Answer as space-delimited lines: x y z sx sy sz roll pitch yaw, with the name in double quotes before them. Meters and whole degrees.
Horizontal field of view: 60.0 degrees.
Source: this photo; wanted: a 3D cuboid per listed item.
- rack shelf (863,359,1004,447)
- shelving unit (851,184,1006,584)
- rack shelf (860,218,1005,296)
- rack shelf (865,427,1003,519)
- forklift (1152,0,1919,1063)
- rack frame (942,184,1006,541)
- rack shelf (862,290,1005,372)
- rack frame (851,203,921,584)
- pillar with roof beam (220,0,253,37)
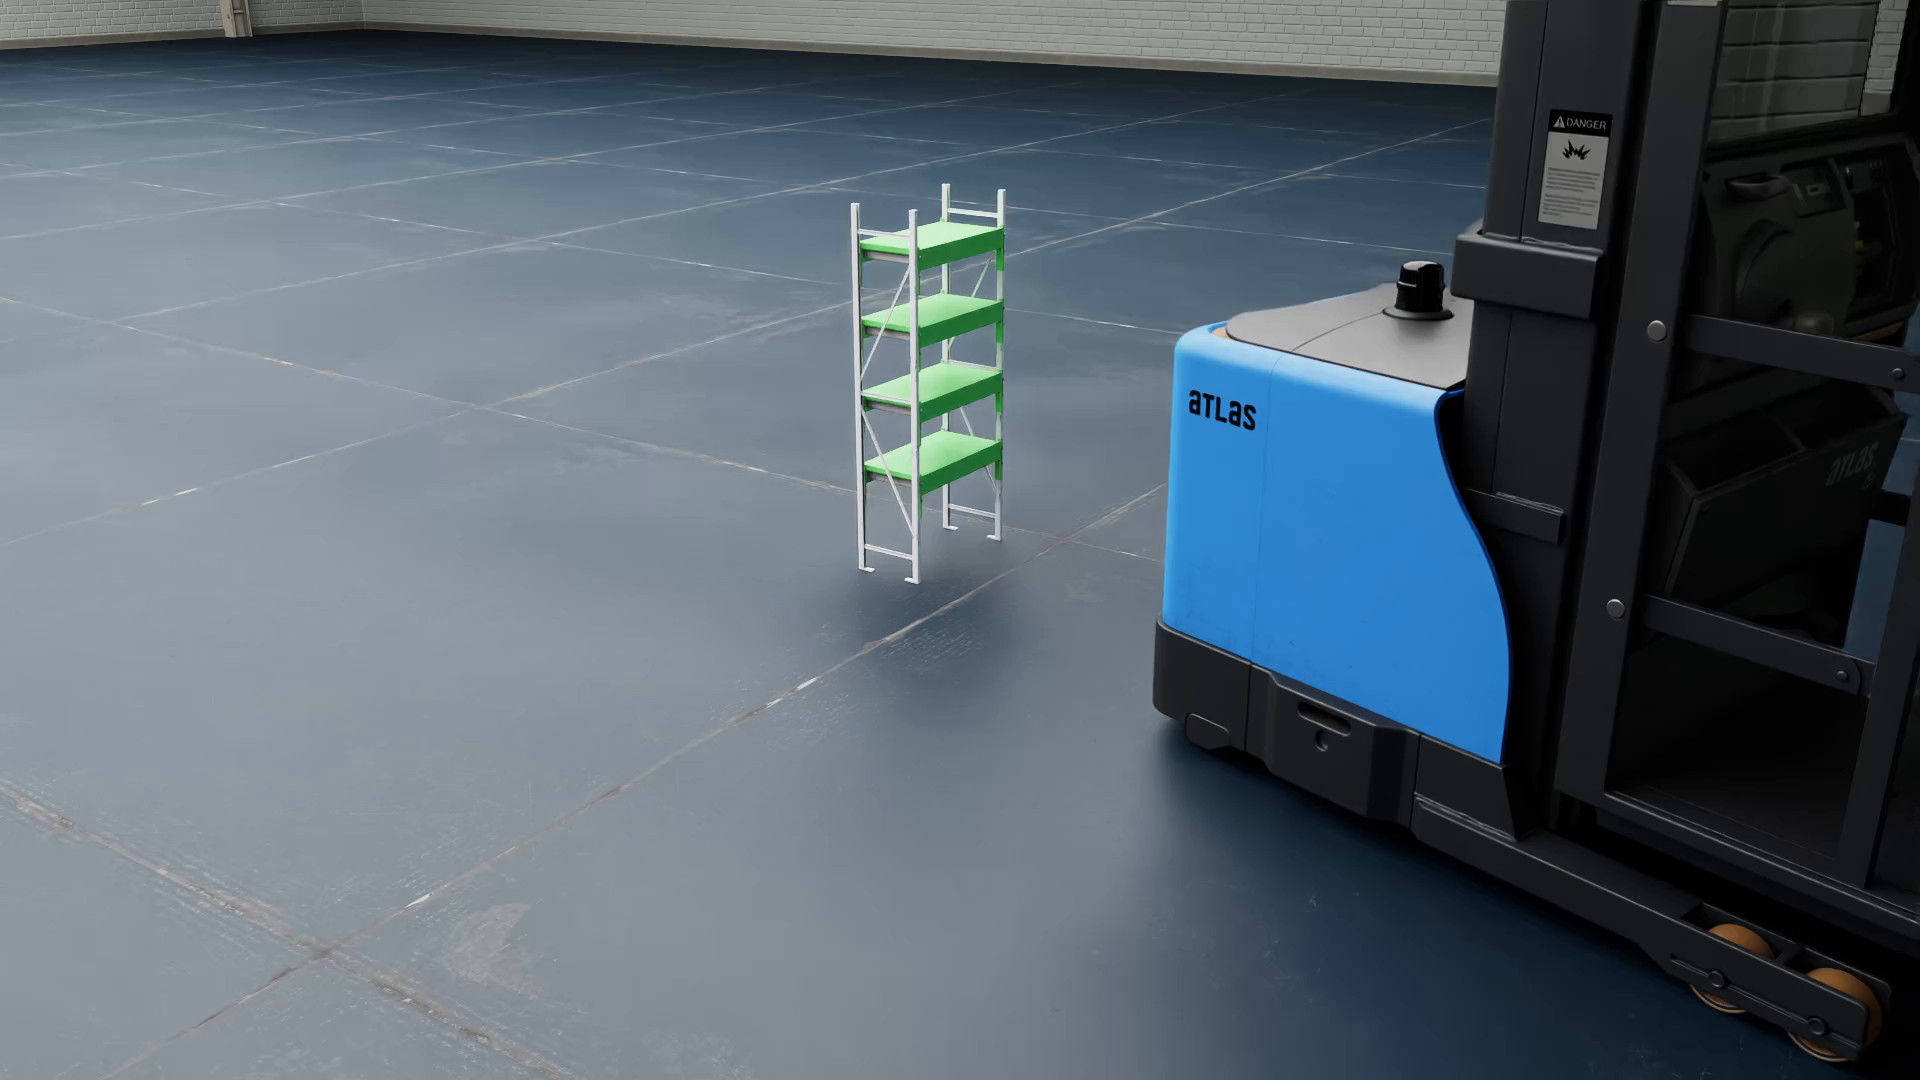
"rack shelf" -0.093 -0.455 5.451 0.258 0.148 0.480 13 24 32
"shelving unit" -0.093 -0.515 5.428 0.258 1.200 0.503 13 24 32
"rack shelf" -0.093 -0.906 5.284 0.258 0.148 0.480 13 24 32
"rack shelf" -0.093 -0.230 5.534 0.258 0.148 0.480 13 24 32
"forklift" 1.840 -0.595 3.148 1.130 2.935 3.031 -16 26 -37
"rack frame" 0.044 -0.585 5.618 0.240 1.200 0.015 13 24 32
"rack shelf" -0.093 -0.680 5.367 0.258 0.148 0.480 13 24 32
"rack frame" -0.230 -0.445 5.239 0.240 1.200 0.015 13 24 32
"pillar with roof beam" -10.234 -13.013 27.974 9.100 9.000 0.400 13 24 32
